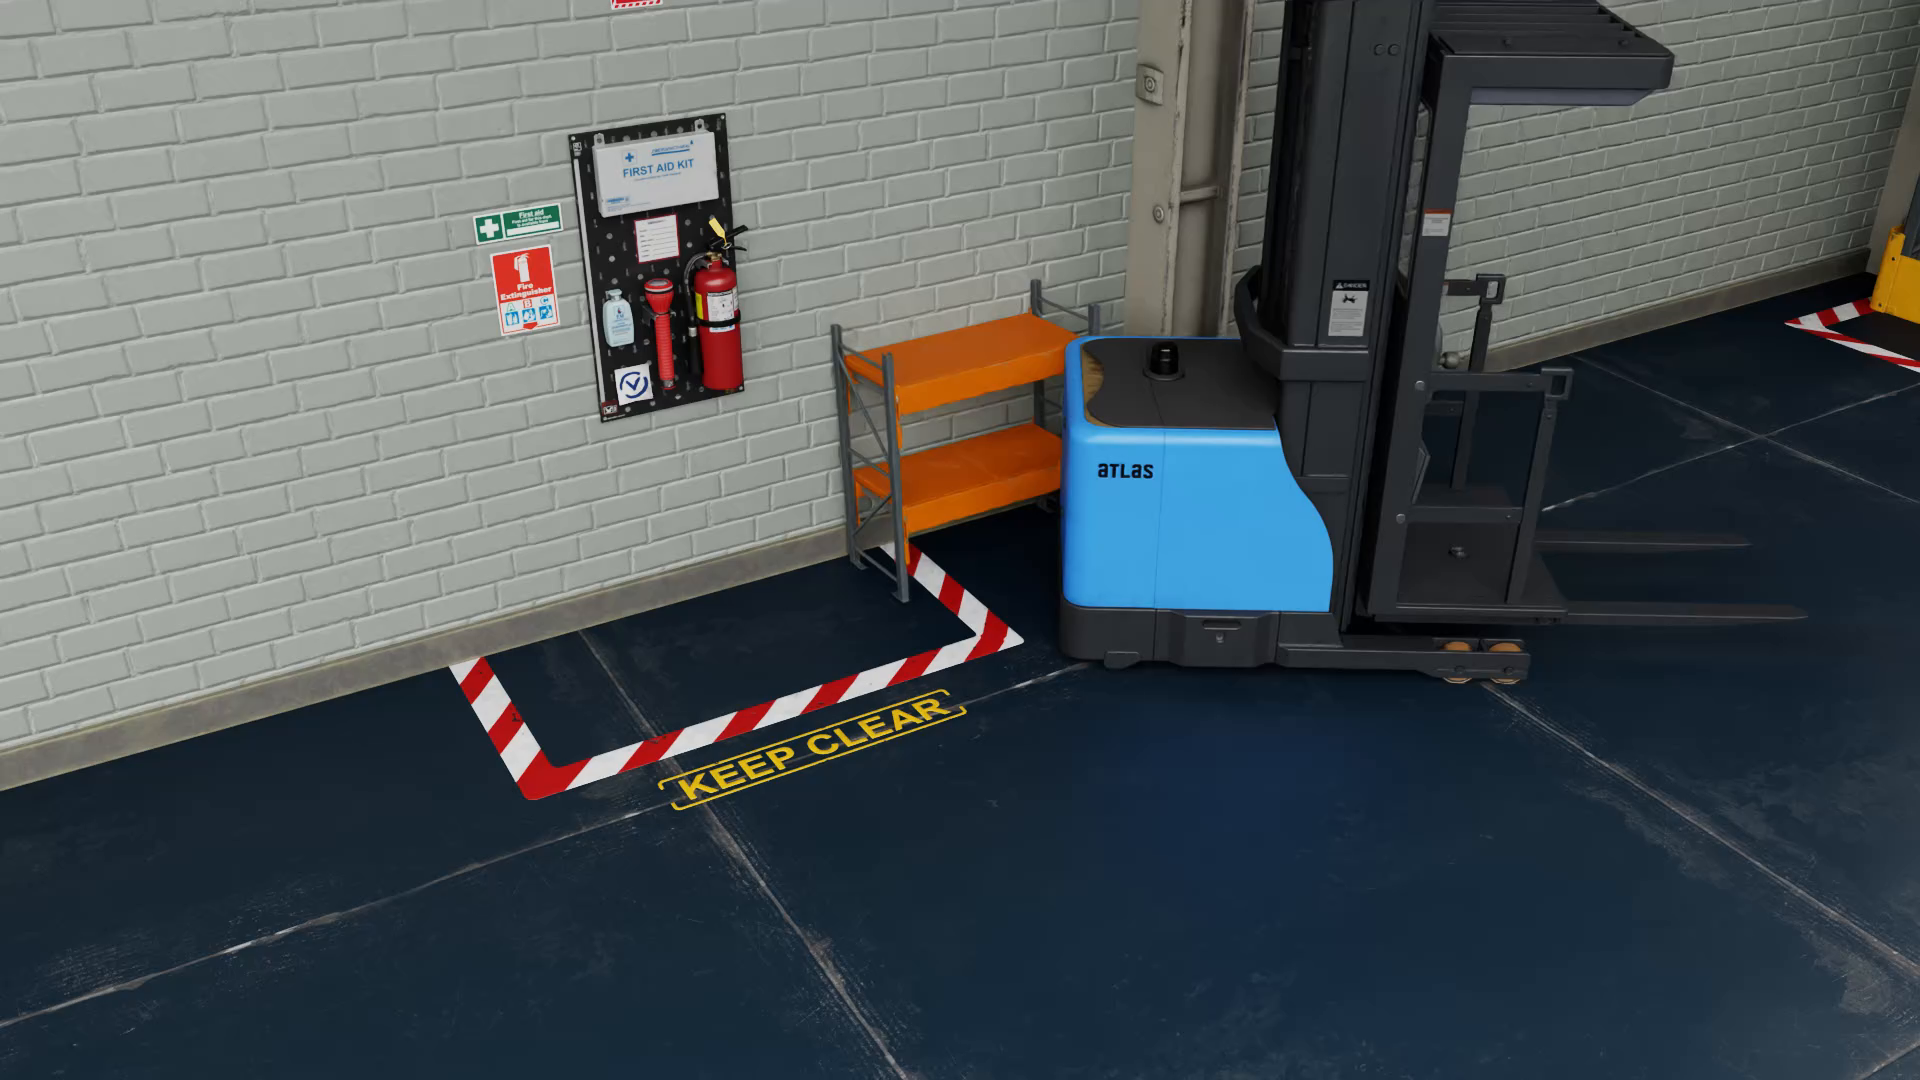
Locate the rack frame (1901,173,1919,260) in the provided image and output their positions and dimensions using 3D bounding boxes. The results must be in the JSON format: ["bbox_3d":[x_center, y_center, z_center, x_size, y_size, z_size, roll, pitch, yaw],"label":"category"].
[{"bbox_3d":[6.033,-2.553,9.272,0.127,3.000,1.000,-16,33,-26],"label":"rack frame"}]

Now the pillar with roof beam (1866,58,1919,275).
[{"bbox_3d":[8.380,-3.918,5.536,0.400,9.000,9.100,-16,33,-26],"label":"pillar with roof beam"}]

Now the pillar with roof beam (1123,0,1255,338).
[{"bbox_3d":[3.207,-2.449,2.875,0.400,9.000,9.100,-16,33,-26],"label":"pillar with roof beam"}]

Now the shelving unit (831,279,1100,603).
[{"bbox_3d":[0.050,-0.456,7.359,1.048,1.125,0.538,-17,29,-27],"label":"shelving unit"}]

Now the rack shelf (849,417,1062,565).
[{"bbox_3d":[0.061,-0.236,7.465,1.000,0.278,0.538,-17,29,-27],"label":"rack shelf"}]

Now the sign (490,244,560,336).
[{"bbox_3d":[-1.653,-0.950,6.331,0.234,0.329,0.001,-16,33,-26],"label":"sign"}]

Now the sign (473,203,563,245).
[{"bbox_3d":[-1.645,-1.180,6.198,0.331,0.109,0.001,-16,33,-26],"label":"sign"}]

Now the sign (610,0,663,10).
[{"bbox_3d":[-1.182,-2.082,6.018,0.199,0.298,0.001,-16,33,-26],"label":"sign"}]

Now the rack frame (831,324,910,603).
[{"bbox_3d":[-0.385,-0.325,7.133,0.032,1.125,0.500,-17,29,-27],"label":"rack frame"}]

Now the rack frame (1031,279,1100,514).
[{"bbox_3d":[0.486,-0.587,7.586,0.032,1.125,0.500,-17,29,-27],"label":"rack frame"}]

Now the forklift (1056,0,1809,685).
[{"bbox_3d":[1.933,-0.965,6.464,3.031,2.935,1.130,1,29,2],"label":"forklift"}]

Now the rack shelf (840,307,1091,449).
[{"bbox_3d":[0.037,-0.720,7.233,1.000,0.278,0.538,-17,29,-27],"label":"rack shelf"}]

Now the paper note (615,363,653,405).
[{"bbox_3d":[-1.312,-0.627,6.693,0.142,0.148,0.016,-16,33,-26],"label":"paper note"}]

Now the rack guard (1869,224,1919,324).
[{"bbox_3d":[6.099,-1.477,9.910,0.348,0.500,1.175,-16,33,-26],"label":"rack guard"}]

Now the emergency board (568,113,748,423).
[{"bbox_3d":[-1.124,-1.027,6.507,0.643,1.169,0.194,-16,33,-26],"label":"emergency board"}]
